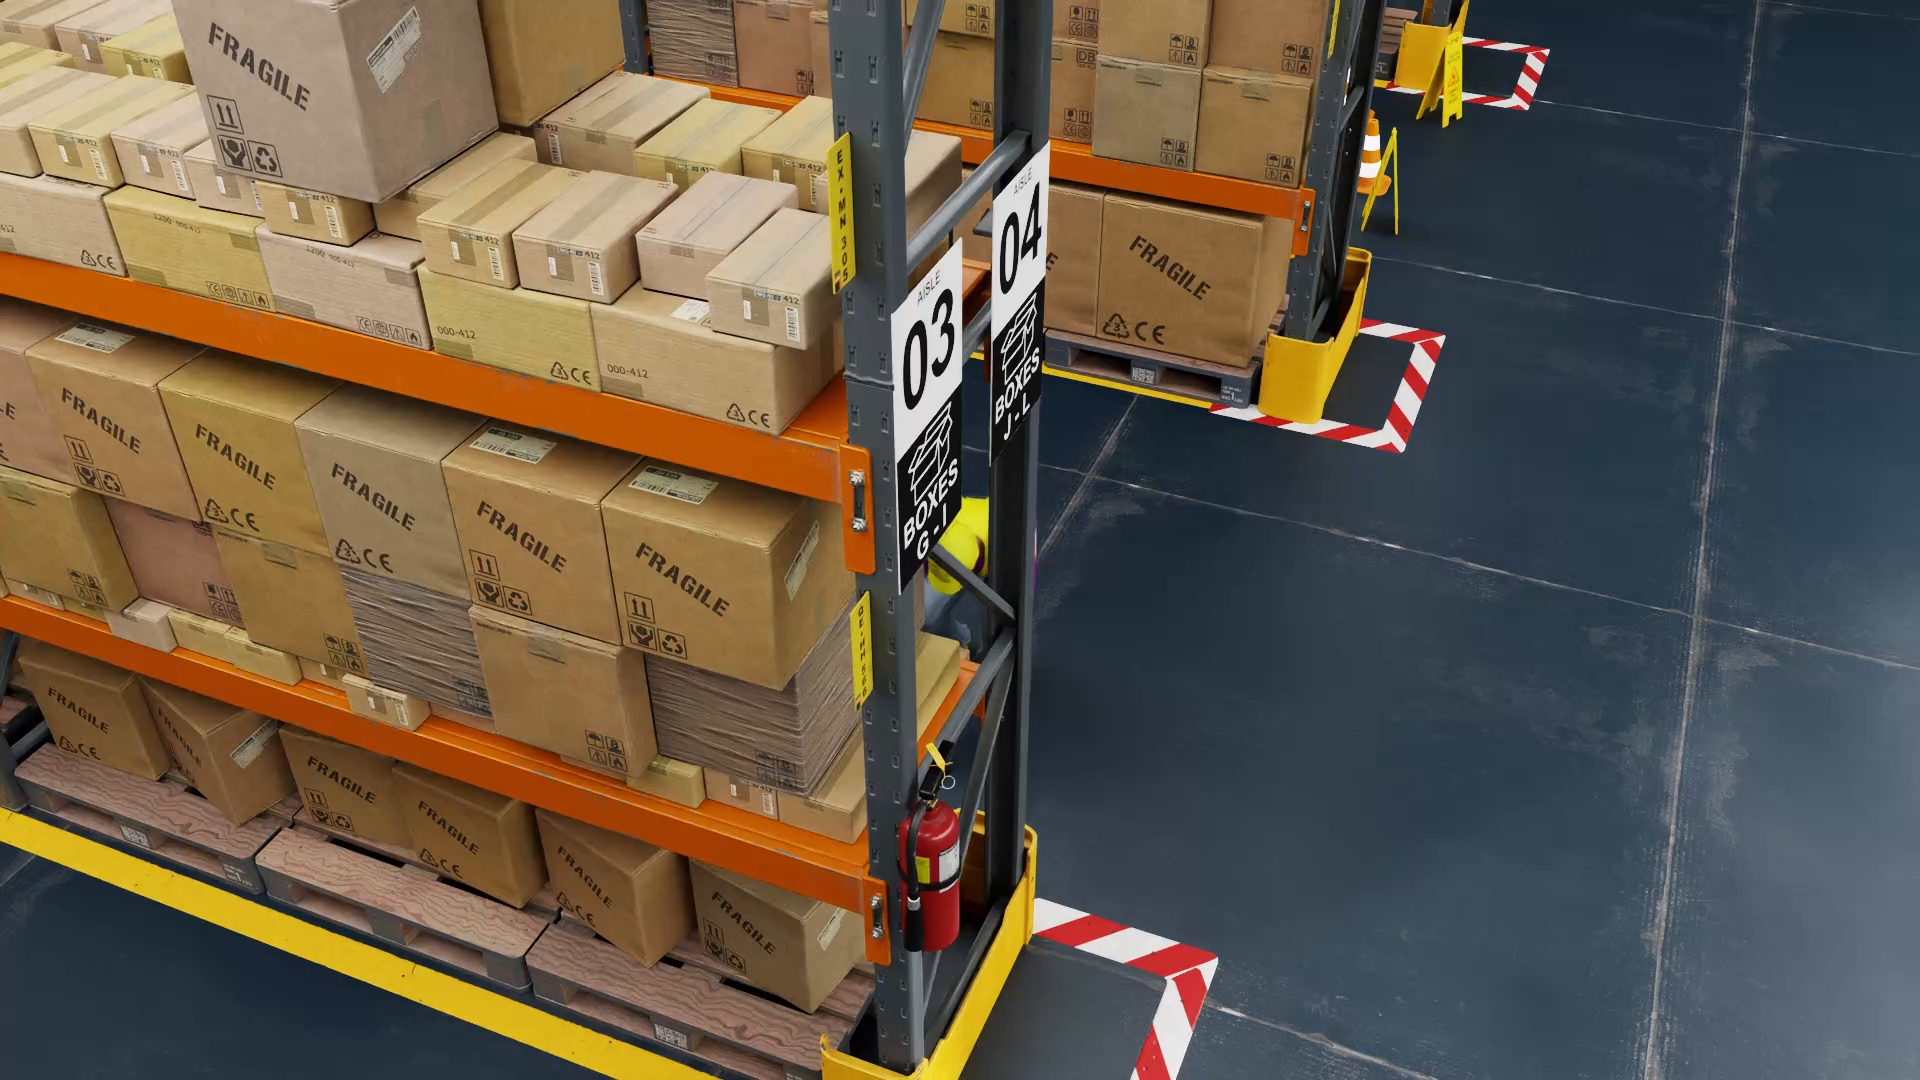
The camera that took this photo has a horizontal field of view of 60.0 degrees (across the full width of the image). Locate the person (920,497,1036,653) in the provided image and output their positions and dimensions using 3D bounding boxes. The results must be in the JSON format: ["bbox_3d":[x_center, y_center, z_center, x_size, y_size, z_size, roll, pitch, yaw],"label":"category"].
[{"bbox_3d":[0.068,0.210,7.068,0.603,1.111,0.860,14,39,18],"label":"person"}]
